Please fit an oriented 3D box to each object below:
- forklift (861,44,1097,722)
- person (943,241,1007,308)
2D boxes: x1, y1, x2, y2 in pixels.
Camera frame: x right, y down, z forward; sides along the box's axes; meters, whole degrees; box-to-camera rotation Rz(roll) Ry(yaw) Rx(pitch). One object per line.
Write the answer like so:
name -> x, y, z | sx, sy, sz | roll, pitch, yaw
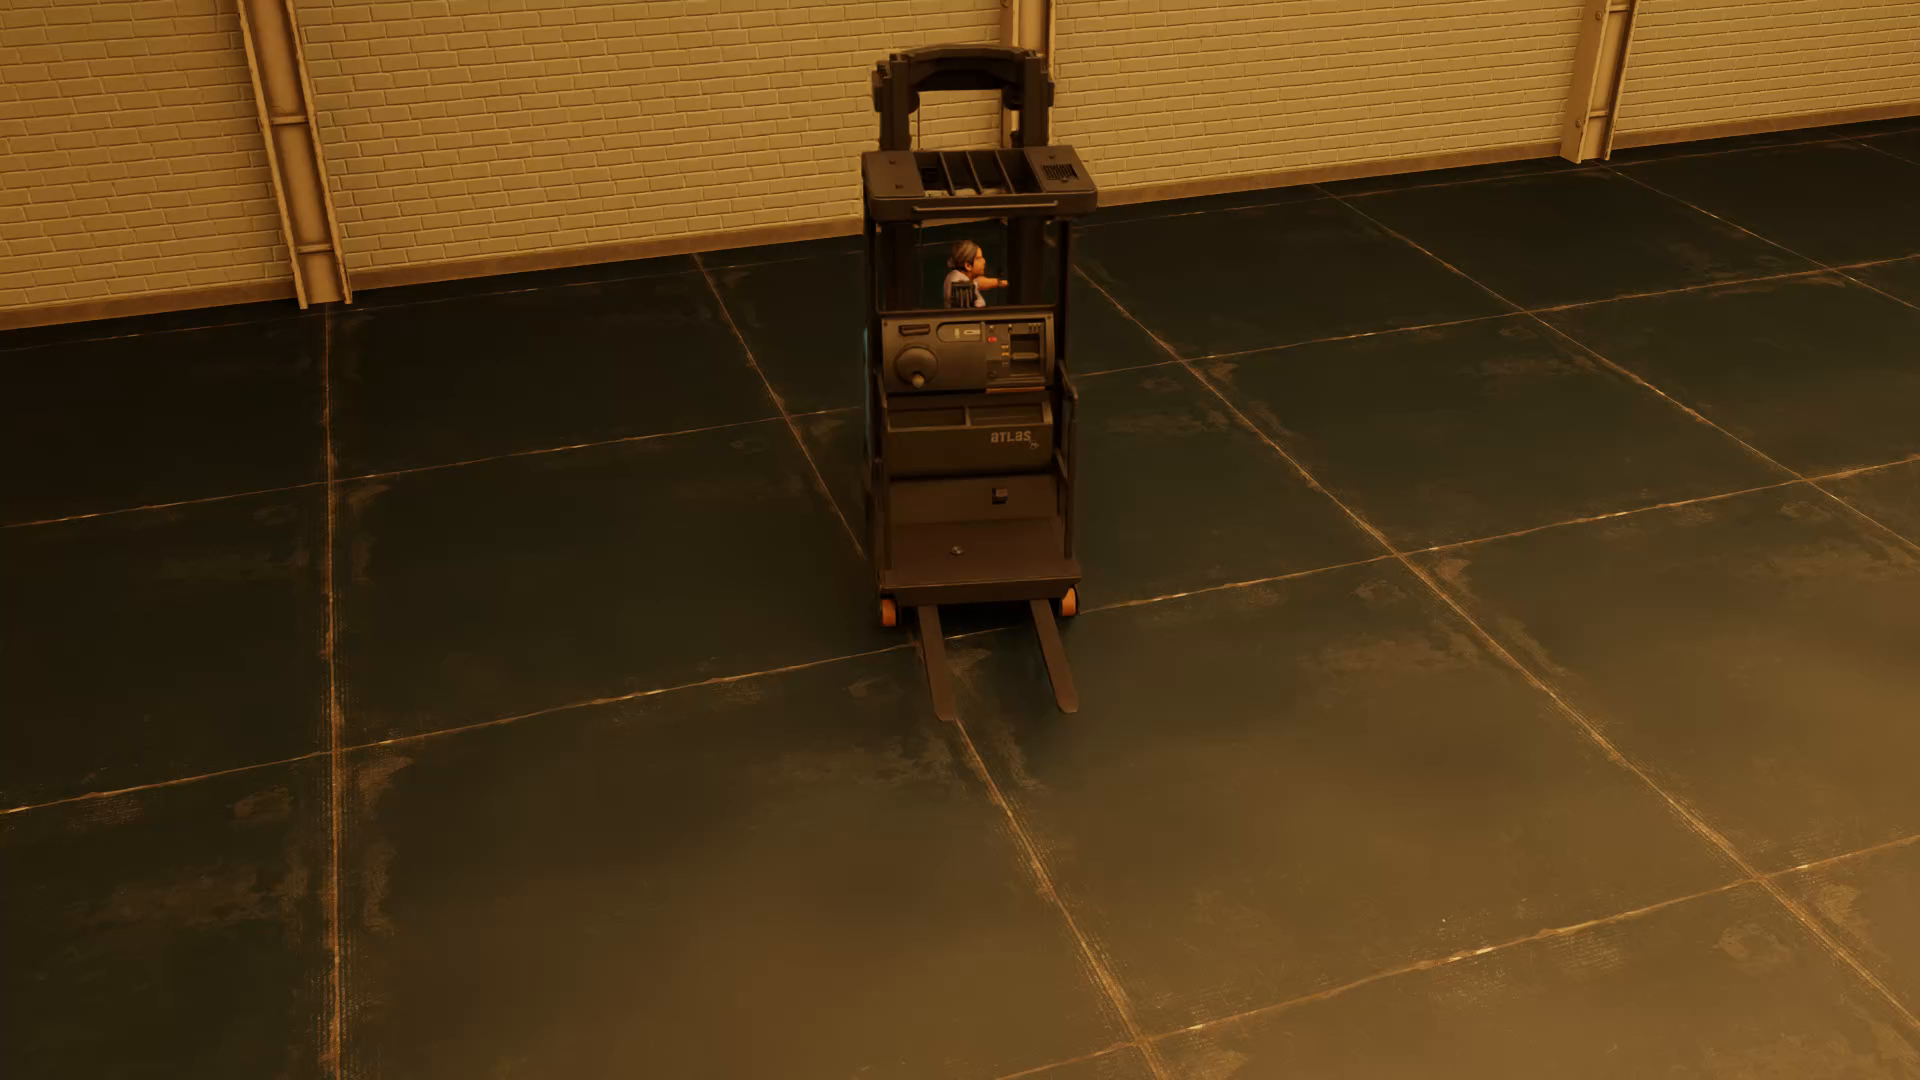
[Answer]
forklift -> 0.071, -0.968, 8.769 | 1.130, 2.935, 3.031 | -3, 30, -5
person -> 0.277, -1.266, 10.850 | 0.775, 1.432, 0.885 | -7, 31, -12
